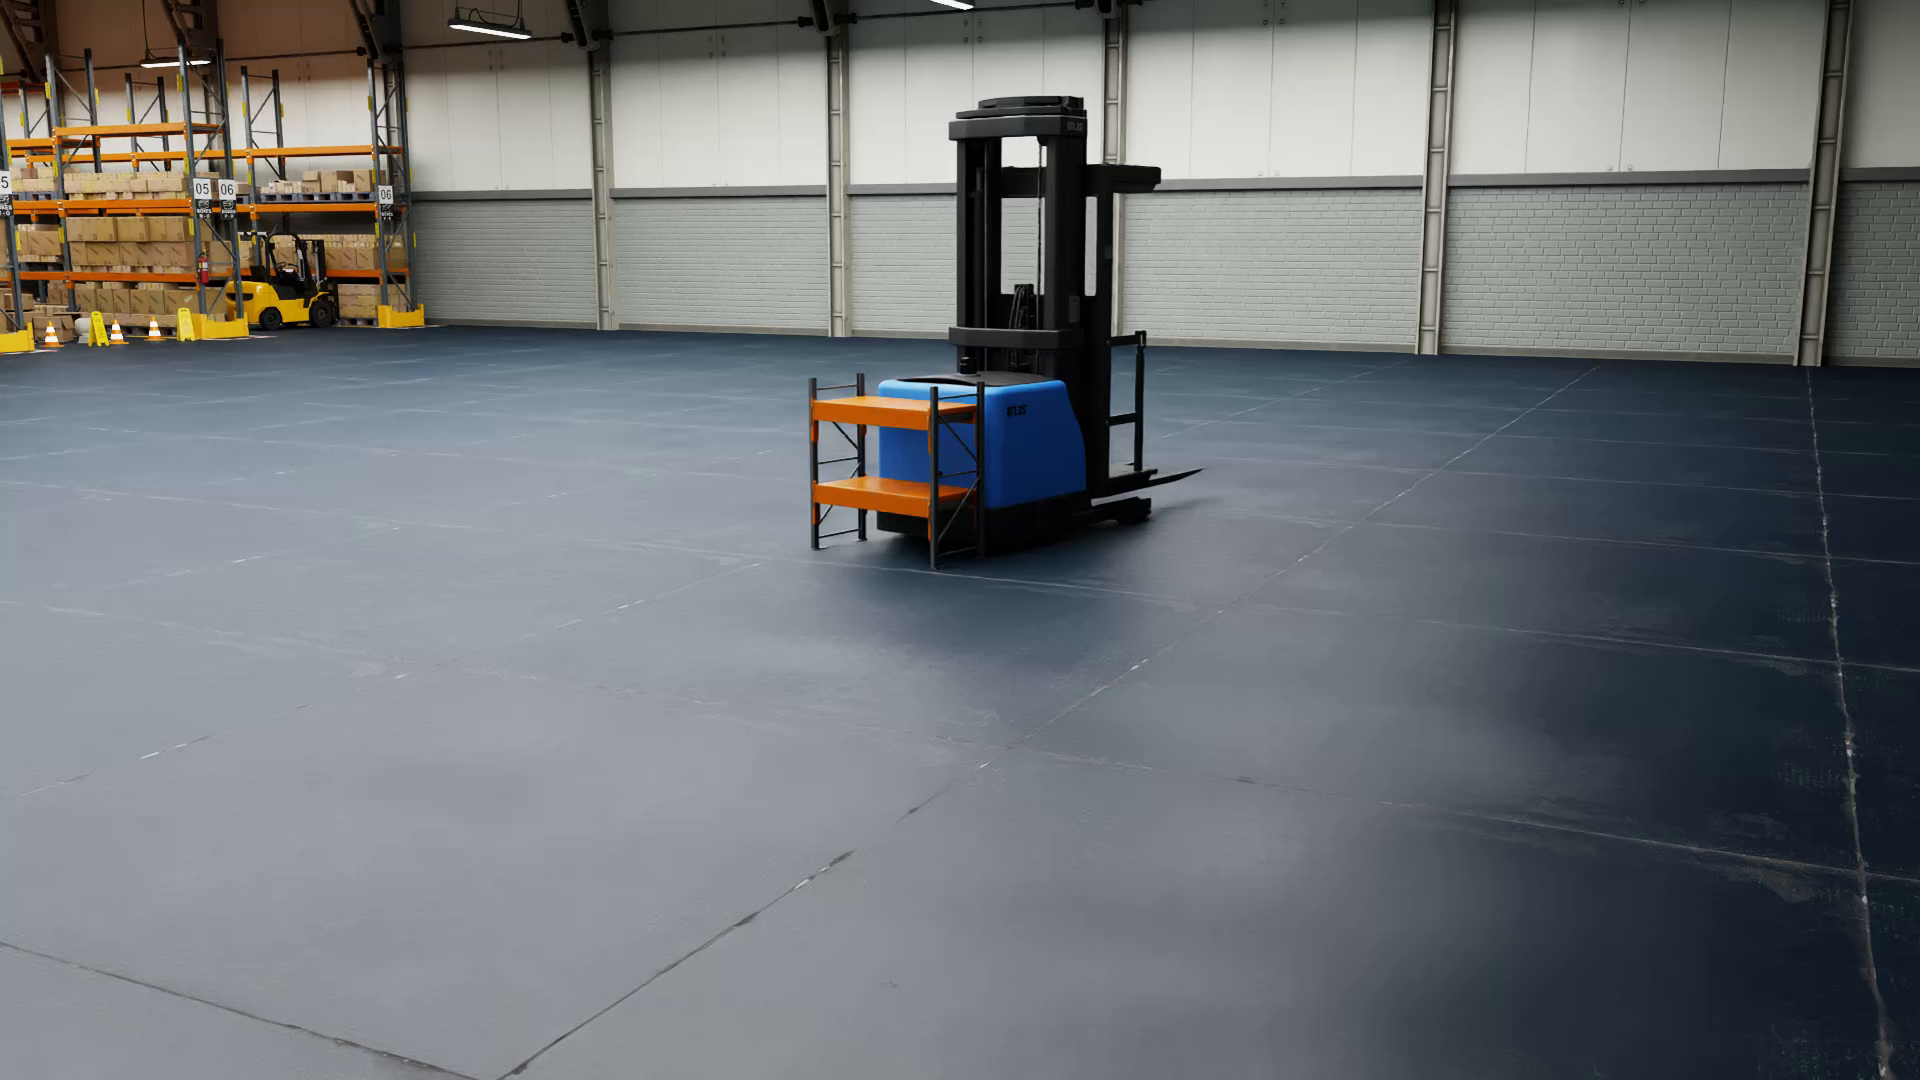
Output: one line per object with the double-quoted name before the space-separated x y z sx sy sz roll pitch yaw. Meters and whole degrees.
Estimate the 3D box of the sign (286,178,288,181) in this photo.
"sign" -16.369 -8.632 40.403 0.005 0.325 0.100 5 11 26

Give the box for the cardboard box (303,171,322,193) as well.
"cardboard box" -14.913 -8.386 38.969 0.637 0.503 0.797 5 12 28

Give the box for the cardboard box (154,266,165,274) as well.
"cardboard box" -16.390 -5.578 34.334 0.250 0.149 0.380 5 12 27

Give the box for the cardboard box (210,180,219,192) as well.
"cardboard box" -15.552 -7.296 34.283 0.500 0.250 0.500 5 11 25

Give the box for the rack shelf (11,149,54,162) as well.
"rack shelf" -25.581 -10.158 44.117 4.000 0.370 1.077 5 11 26

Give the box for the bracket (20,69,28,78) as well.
"bracket" -24.543 -12.302 43.827 0.430 0.232 0.235 5 11 26

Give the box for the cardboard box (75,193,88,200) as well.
"cardboard box" -18.426 -7.239 35.089 0.250 0.149 0.380 5 11 26

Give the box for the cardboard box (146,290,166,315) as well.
"cardboard box" -16.523 -4.950 34.593 0.500 0.500 0.500 6 12 28

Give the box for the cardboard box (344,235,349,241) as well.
"cardboard box" -14.113 -7.030 38.712 0.250 0.149 0.380 5 11 26

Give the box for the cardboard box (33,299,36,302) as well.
"cardboard box" -24.737 -6.290 44.061 0.258 0.266 0.396 5 12 28

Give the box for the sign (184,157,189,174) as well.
"sign" -15.483 -7.490 33.283 0.005 0.325 0.100 5 11 26

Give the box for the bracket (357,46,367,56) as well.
"bracket" -13.781 -11.356 38.603 0.430 0.232 0.235 5 11 26

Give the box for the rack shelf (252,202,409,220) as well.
"rack shelf" -14.820 -7.738 39.159 4.000 0.370 1.077 5 11 26

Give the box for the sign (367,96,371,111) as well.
"sign" -13.279 -9.823 37.394 0.005 0.325 0.100 5 11 26

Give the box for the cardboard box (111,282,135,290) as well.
"cardboard box" -17.607 -5.352 34.995 0.250 0.149 0.380 6 12 29

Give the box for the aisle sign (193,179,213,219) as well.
"aisle sign" -15.292 -6.893 33.595 0.004 0.787 0.394 5 11 26

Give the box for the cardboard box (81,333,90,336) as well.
"cardboard box" -17.288 -4.043 33.151 0.380 0.149 0.250 -7 12 -33

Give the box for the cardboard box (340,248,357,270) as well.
"cardboard box" -14.045 -6.547 38.699 0.500 0.500 0.500 5 12 28

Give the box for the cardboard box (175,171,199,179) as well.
"cardboard box" -15.653 -7.389 33.681 0.250 0.149 0.380 5 11 26

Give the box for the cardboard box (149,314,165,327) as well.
"cardboard box" -16.524 -4.582 34.664 0.500 0.250 0.500 5 11 26

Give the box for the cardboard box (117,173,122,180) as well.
"cardboard box" -17.238 -7.539 34.506 0.250 0.149 0.380 5 12 27

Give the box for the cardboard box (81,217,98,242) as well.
"cardboard box" -18.059 -6.555 35.102 0.500 0.500 0.700 5 11 26

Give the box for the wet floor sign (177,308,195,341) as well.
"wet floor sign" -15.522 -4.321 33.292 0.267 0.644 0.232 -10 14 -43

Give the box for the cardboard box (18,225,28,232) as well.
"cardboard box" -20.200 -6.772 36.110 0.250 0.149 0.380 4 11 23

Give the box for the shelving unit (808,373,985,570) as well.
"shelving unit" -0.408 -0.463 10.631 1.048 1.125 0.538 8 13 38

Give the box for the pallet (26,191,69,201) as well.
"pallet" -19.313 -7.430 35.964 1.003 0.211 1.213 5 11 26

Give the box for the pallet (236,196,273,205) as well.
"pallet" -17.410 -8.223 40.356 1.217 0.209 0.805 5 11 24

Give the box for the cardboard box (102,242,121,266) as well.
"cardboard box" -17.630 -6.019 34.950 0.500 0.500 0.500 5 11 25

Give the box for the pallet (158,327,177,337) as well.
"pallet" -16.000 -4.369 34.776 1.213 0.211 1.003 5 11 26

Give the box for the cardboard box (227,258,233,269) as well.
"cardboard box" -17.634 -6.736 40.449 0.500 0.250 0.500 5 11 25

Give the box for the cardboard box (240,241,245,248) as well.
"cardboard box" -17.257 -7.151 40.216 0.250 0.149 0.380 5 11 25

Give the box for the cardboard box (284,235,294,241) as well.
"cardboard box" -15.766 -7.154 39.399 0.250 0.149 0.380 5 12 27

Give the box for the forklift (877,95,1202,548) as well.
"forklift" 0.728 -1.602 11.853 1.130 2.935 3.031 8 13 36

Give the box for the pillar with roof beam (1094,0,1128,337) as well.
"pillar with roof beam" 0.985 -7.503 27.420 0.548 9.000 9.100 5 11 26

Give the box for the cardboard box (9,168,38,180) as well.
"cardboard box" -20.307 -7.937 36.080 0.500 0.250 0.500 5 12 27

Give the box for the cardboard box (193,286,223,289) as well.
"cardboard box" -18.454 -5.972 41.295 0.625 0.625 0.875 5 11 23

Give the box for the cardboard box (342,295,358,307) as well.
"cardboard box" -14.046 -5.588 38.818 0.500 0.250 0.500 5 11 25

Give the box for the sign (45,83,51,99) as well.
"sign" -19.047 -9.381 34.727 0.005 0.325 0.100 5 11 26

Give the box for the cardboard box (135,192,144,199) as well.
"cardboard box" -16.799 -7.106 34.356 0.250 0.149 0.380 5 11 24

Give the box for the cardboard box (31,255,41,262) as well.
"cardboard box" -19.866 -6.098 36.028 0.250 0.149 0.380 5 11 25

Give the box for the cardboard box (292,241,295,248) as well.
"cardboard box" -15.542 -6.986 39.307 0.250 0.149 0.380 5 11 25

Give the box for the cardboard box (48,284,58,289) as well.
"cardboard box" -23.584 -6.629 43.453 0.250 0.149 0.380 6 12 29

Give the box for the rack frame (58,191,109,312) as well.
"rack frame" -18.806 -5.980 35.851 0.127 3.000 1.000 5 11 26

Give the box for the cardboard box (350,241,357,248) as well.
"cardboard box" -13.909 -6.855 38.581 0.250 0.149 0.380 5 12 27

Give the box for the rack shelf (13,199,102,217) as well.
"rack shelf" -20.600 -7.260 36.519 4.000 0.370 1.077 5 11 26

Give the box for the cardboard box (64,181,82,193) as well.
"cardboard box" -18.533 -7.451 35.138 0.500 0.250 0.500 5 11 25

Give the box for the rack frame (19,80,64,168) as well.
"rack frame" -23.788 -10.356 43.182 0.127 3.000 1.000 5 11 26

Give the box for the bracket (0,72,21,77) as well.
"bracket" -26.853 -12.505 44.949 4.783 0.066 0.076 5 11 26

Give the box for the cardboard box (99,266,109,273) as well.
"cardboard box" -17.958 -5.728 35.162 0.250 0.149 0.380 5 12 28
